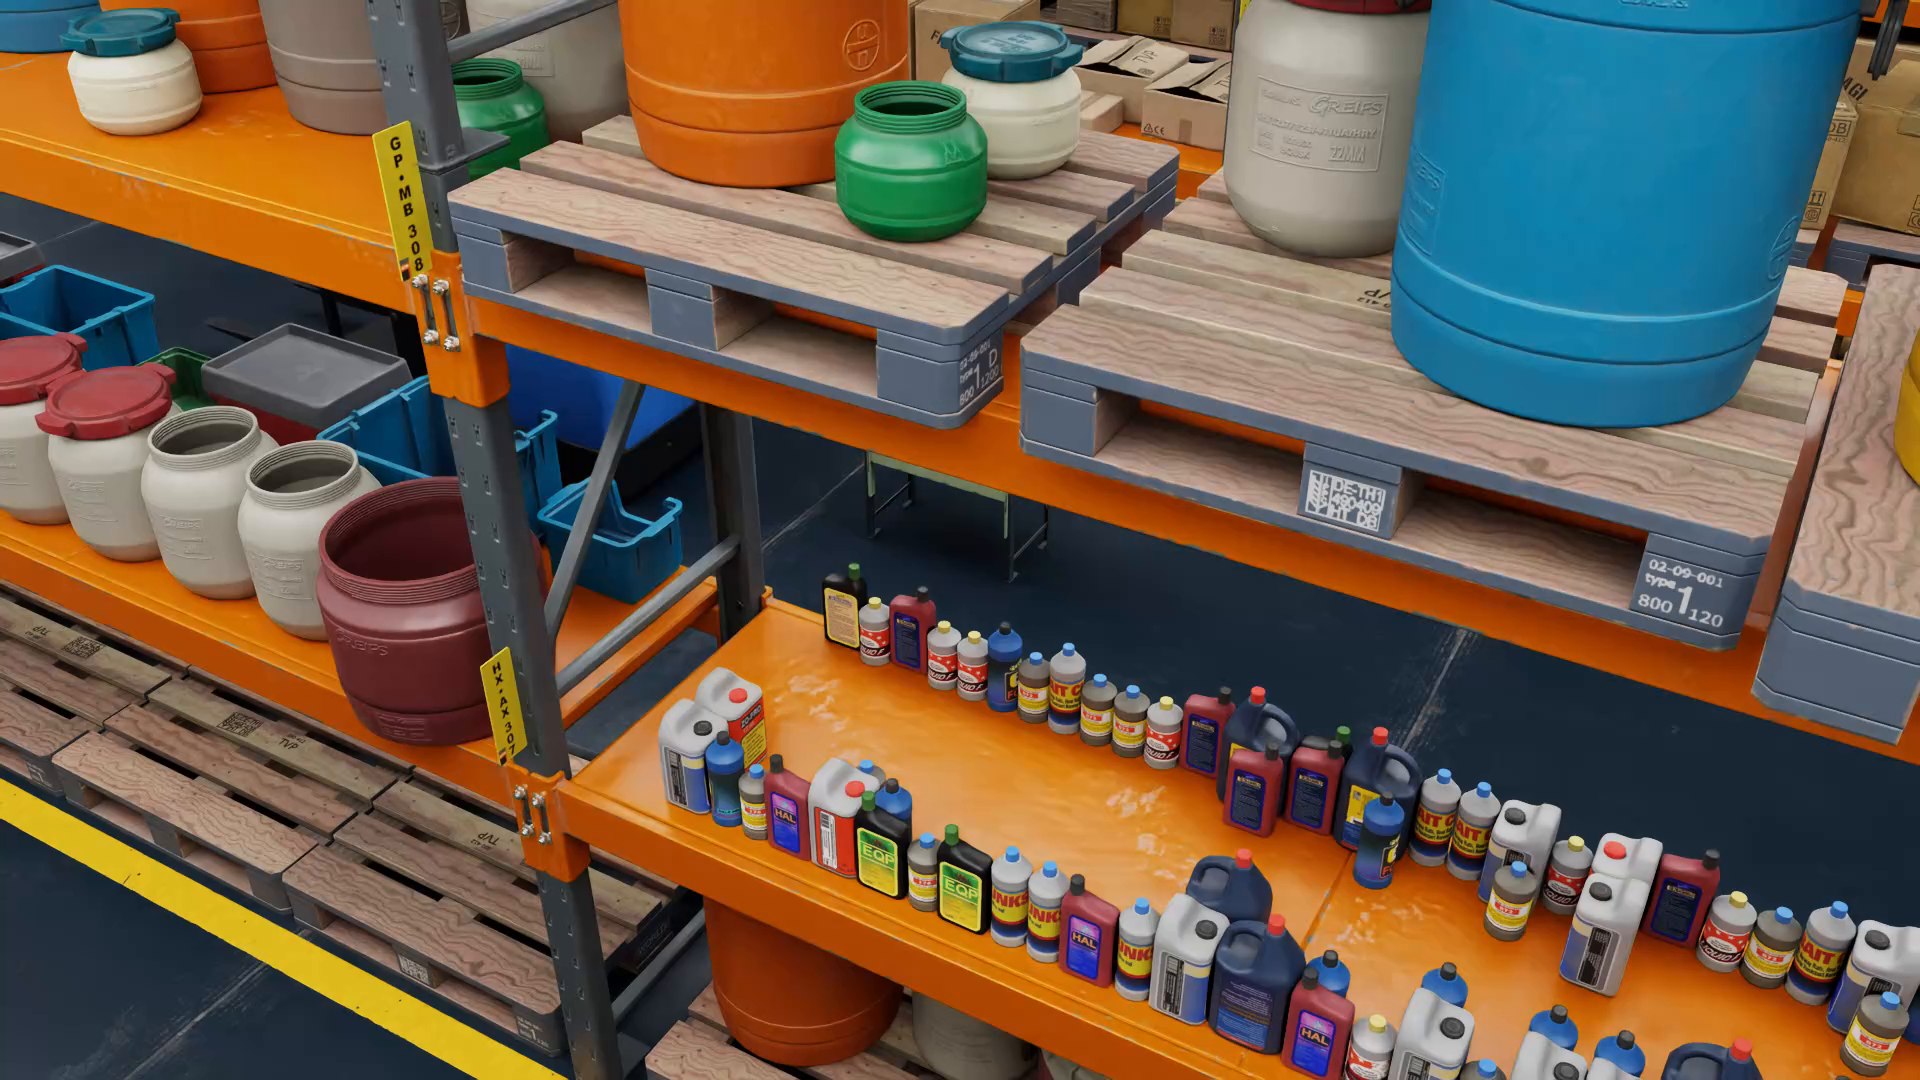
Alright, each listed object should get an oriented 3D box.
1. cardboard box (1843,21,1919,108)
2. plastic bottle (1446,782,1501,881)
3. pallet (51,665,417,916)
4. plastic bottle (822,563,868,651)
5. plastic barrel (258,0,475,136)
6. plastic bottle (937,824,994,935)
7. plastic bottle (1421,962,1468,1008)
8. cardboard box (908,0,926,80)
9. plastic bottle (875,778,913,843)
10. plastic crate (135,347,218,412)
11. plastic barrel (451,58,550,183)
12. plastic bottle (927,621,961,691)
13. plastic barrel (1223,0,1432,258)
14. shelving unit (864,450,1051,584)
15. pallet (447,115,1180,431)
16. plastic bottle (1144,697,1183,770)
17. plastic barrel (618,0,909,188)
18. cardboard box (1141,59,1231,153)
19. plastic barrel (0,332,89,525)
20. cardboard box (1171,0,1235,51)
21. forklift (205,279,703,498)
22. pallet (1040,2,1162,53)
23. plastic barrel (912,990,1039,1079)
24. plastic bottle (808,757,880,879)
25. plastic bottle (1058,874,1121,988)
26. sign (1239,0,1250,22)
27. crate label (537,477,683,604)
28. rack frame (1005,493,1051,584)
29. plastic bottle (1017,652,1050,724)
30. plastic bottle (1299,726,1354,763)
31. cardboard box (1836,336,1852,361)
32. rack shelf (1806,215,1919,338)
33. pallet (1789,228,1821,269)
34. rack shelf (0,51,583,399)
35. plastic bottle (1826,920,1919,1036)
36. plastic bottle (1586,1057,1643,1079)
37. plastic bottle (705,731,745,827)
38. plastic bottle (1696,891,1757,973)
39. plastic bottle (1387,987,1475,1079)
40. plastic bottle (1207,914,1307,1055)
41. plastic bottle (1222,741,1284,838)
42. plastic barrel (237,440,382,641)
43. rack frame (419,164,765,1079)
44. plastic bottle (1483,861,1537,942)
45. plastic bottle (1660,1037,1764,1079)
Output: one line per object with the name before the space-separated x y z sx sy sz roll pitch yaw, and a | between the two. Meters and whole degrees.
cardboard box | 6.088 -3.078 11.226 0.750 0.750 0.750 19 38 26
plastic bottle | 1.269 0.708 4.096 0.097 0.271 0.097 0 34 0
pallet | -2.607 0.822 6.326 1.213 0.211 1.003 18 37 24
plastic bottle | -0.336 0.183 4.874 0.133 0.283 0.061 18 37 24
plastic barrel | -1.504 -1.559 4.226 0.600 0.901 0.600 0 34 0
plastic bottle | 0.012 0.802 3.945 0.133 0.283 0.061 18 37 24
plastic bottle | 1.044 1.025 3.621 0.097 0.271 0.097 0 34 0
cardboard box | -0.360 -2.794 9.149 0.500 0.500 0.500 18 38 24
plastic bottle | -0.165 0.700 4.109 0.097 0.271 0.097 0 34 0
plastic crate | -2.720 -0.440 5.895 0.662 0.188 0.450 18 37 24
plastic barrel | -1.139 -0.998 3.977 0.294 0.245 0.294 0 34 0
plastic bottle | -0.045 0.322 4.740 0.097 0.201 0.097 0 34 0
plastic barrel | 0.715 -0.836 3.091 0.433 0.535 0.433 0 34 0
shelving unit | -0.006 -0.626 7.337 0.755 1.500 0.431 18 37 24
pallet | -0.283 -0.684 3.534 1.213 0.211 1.003 18 37 24
plastic bottle | 0.547 0.509 4.459 0.097 0.201 0.097 0 34 0
plastic barrel | -0.408 -1.216 3.397 0.708 0.830 0.600 18 37 24
cardboard box | 1.268 -2.238 8.484 0.500 0.311 0.500 20 39 27
plastic barrel | -3.013 -0.357 5.458 0.433 0.535 0.433 0 34 0
cardboard box | 2.088 -4.309 13.373 0.500 0.500 0.700 18 38 25
forklift | -2.670 -1.995 8.102 3.031 2.935 1.130 17 37 24
pallet | 1.221 -4.265 13.964 1.213 0.211 1.003 18 37 24
plastic barrel | 0.069 1.328 4.915 0.421 0.512 0.421 0 34 0
plastic bottle | -0.282 0.682 4.131 0.135 0.276 0.152 18 37 24
plastic bottle | 0.297 0.892 3.810 0.133 0.283 0.061 18 37 24
sign | 1.290 -2.368 7.555 0.005 0.325 0.100 18 37 24
crate label | -1.079 0.002 5.191 0.416 0.233 0.303 18 37 24
rack frame | 0.312 -0.525 7.186 0.023 1.500 0.400 18 37 24
plastic bottle | 0.209 0.402 4.620 0.097 0.201 0.097 0 34 0
plastic bottle | 0.933 0.585 4.270 0.133 0.283 0.061 18 37 24
cardboard box | 4.267 -0.588 7.785 0.500 0.500 0.500 18 38 25
rack shelf | 3.299 -1.304 7.651 4.000 0.370 1.077 18 37 24
pallet | 3.253 -1.541 7.531 1.213 0.211 1.003 18 37 24
rack shelf | -2.635 -1.270 4.894 4.000 0.370 1.077 18 37 24
plastic bottle | 2.043 0.969 3.700 0.135 0.276 0.152 18 37 24
plastic bottle | 1.316 1.189 3.371 0.135 0.276 0.152 18 37 24
plastic bottle | -0.597 0.602 4.256 0.097 0.271 0.097 0 34 0
plastic bottle | 1.787 0.902 3.869 0.097 0.201 0.097 0 34 0
plastic bottle | 0.998 1.088 3.522 0.135 0.276 0.152 18 37 24
plastic bottle | 0.657 0.951 3.660 0.185 0.351 0.144 18 37 24
plastic bottle | 0.745 0.618 4.221 0.133 0.283 0.061 18 37 24
plastic barrel | -1.898 0.002 4.939 0.421 0.512 0.421 0 34 0
rack frame | -0.899 0.229 4.700 0.127 3.000 1.000 18 37 24
plastic bottle | 1.310 0.848 3.950 0.097 0.201 0.097 0 34 0
plastic bottle | 1.525 1.134 3.385 0.185 0.351 0.144 18 37 24
